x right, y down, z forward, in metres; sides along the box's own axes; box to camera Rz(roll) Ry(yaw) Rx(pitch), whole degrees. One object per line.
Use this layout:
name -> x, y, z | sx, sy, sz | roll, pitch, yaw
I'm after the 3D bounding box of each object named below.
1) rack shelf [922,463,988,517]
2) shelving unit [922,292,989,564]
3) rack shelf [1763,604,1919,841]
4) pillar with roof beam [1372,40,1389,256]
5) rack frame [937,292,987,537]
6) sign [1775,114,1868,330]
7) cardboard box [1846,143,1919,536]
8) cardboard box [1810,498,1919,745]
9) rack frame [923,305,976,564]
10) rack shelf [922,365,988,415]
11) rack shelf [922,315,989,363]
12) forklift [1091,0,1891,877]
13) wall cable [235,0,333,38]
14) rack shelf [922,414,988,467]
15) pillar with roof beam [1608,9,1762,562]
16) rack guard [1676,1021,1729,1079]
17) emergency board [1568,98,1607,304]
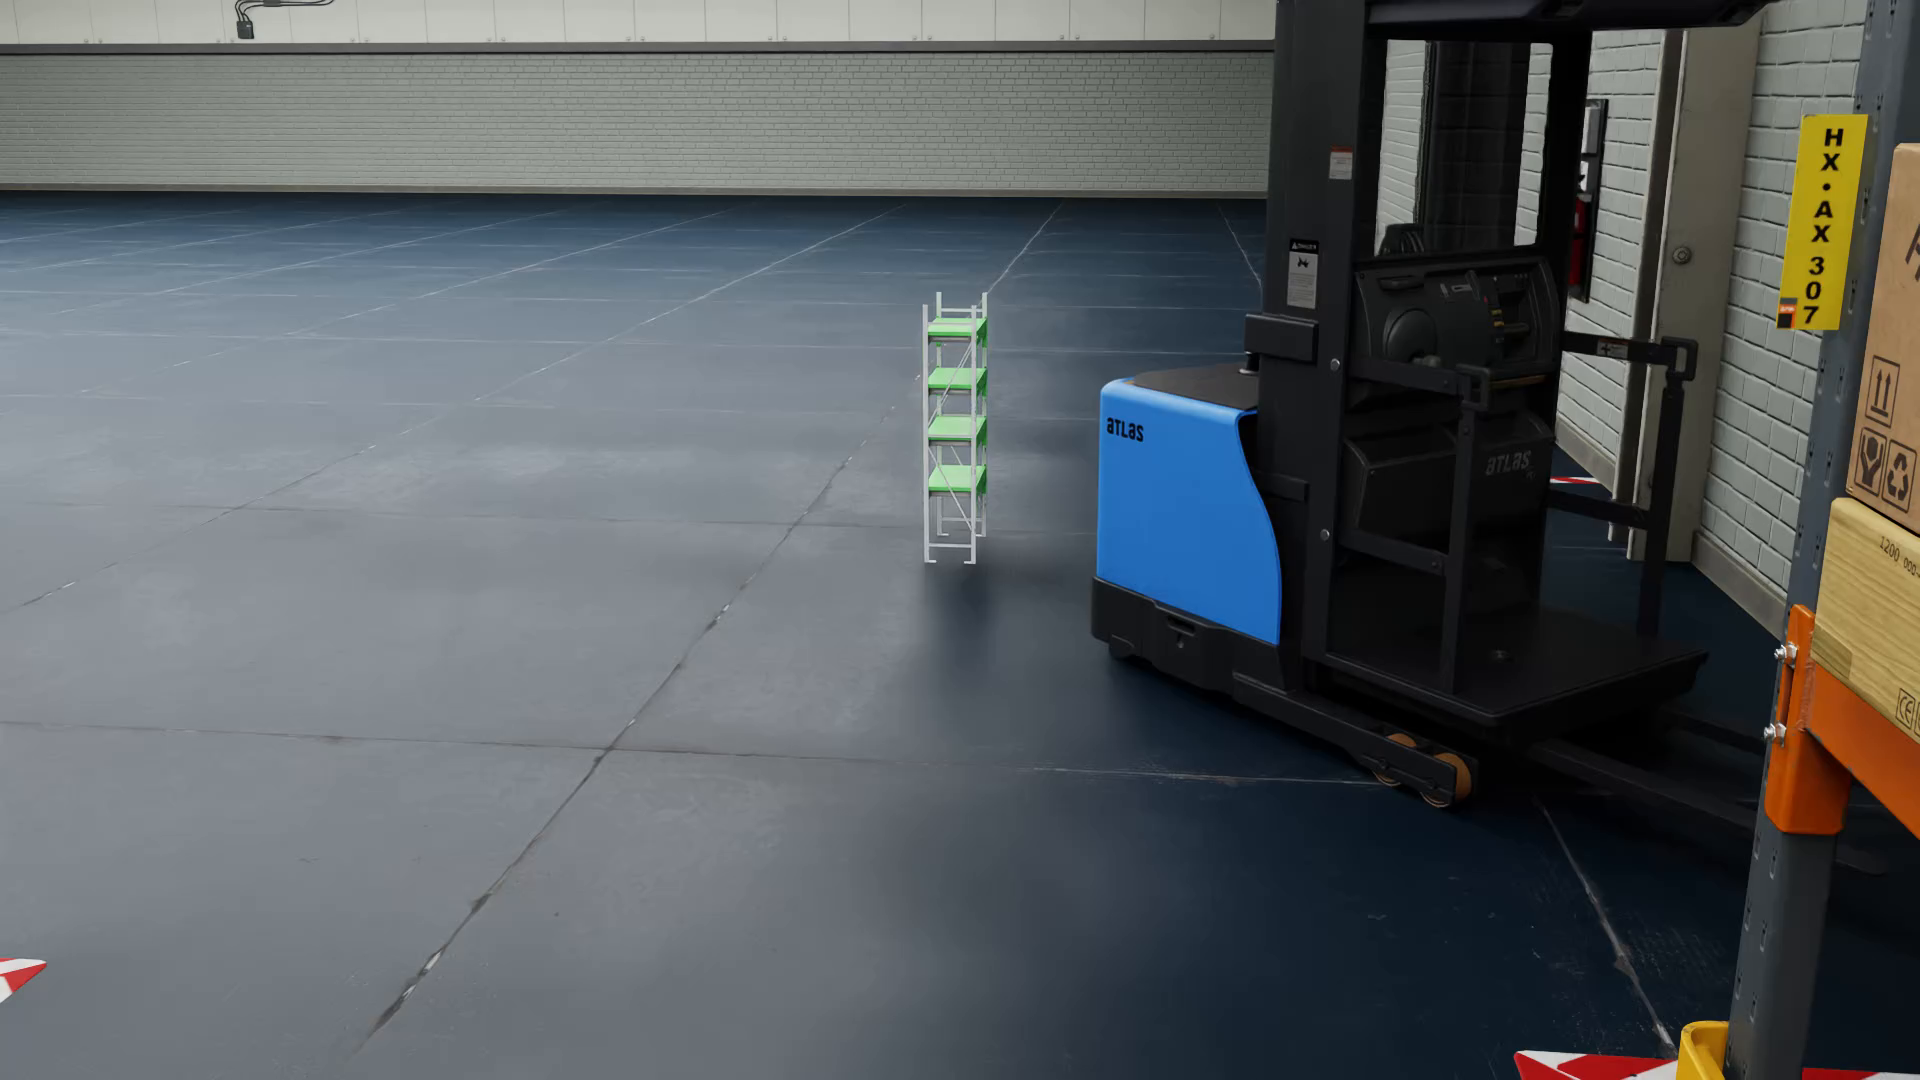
rack shelf -> -0.019, -0.243, 7.926 | 0.258, 0.148, 0.480 | 2, 15, 6
shelving unit -> -0.019, -0.536, 7.847 | 0.258, 1.200, 0.503 | 2, 15, 6
rack shelf -> 1.639, 0.814, 0.784 | 1.077, 0.370, 4.000 | 2, 15, 6
pillar with roof beam -> 0.399, -7.536, 18.793 | 9.100, 9.000, 0.400 | 2, 15, 6
rack frame -> 0.009, -0.600, 8.081 | 0.240, 1.200, 0.015 | 2, 15, 6
sign -> 1.326, -0.486, 2.554 | 0.100, 0.325, 0.005 | 2, 15, 6
cardboard box -> 1.513, -0.236, 2.102 | 0.500, 0.500, 0.500 | 2, 15, 6
cardboard box -> 1.495, 0.128, 2.192 | 0.500, 0.250, 0.500 | 1, 15, 5
rack frame -> -0.046, -0.473, 7.613 | 0.240, 1.200, 0.015 | 2, 15, 6
rack shelf -> -0.019, -0.706, 7.801 | 0.258, 0.148, 0.480 | 2, 15, 6
rack shelf -> -0.019, -0.938, 7.738 | 0.258, 0.148, 0.480 | 2, 15, 6
forklift -> 1.750, -0.732, 5.255 | 1.130, 2.935, 3.031 | -10, 18, -32
wall cable -> -14.191, -13.533, 34.454 | 2.305, 6.003, 0.169 | 2, 15, 6
rack shelf -> -0.019, -0.475, 7.863 | 0.258, 0.148, 0.480 | 2, 15, 6
pillar with roof beam -> -0.955, -4.424, 7.283 | 9.100, 9.000, 0.400 | 2, 15, 6
rack guard -> 1.857, 1.174, 2.862 | 1.175, 0.500, 0.348 | 2, 15, 6
emergency board -> 3.639, -2.041, 9.964 | 0.194, 1.169, 0.643 | 2, 15, 6
